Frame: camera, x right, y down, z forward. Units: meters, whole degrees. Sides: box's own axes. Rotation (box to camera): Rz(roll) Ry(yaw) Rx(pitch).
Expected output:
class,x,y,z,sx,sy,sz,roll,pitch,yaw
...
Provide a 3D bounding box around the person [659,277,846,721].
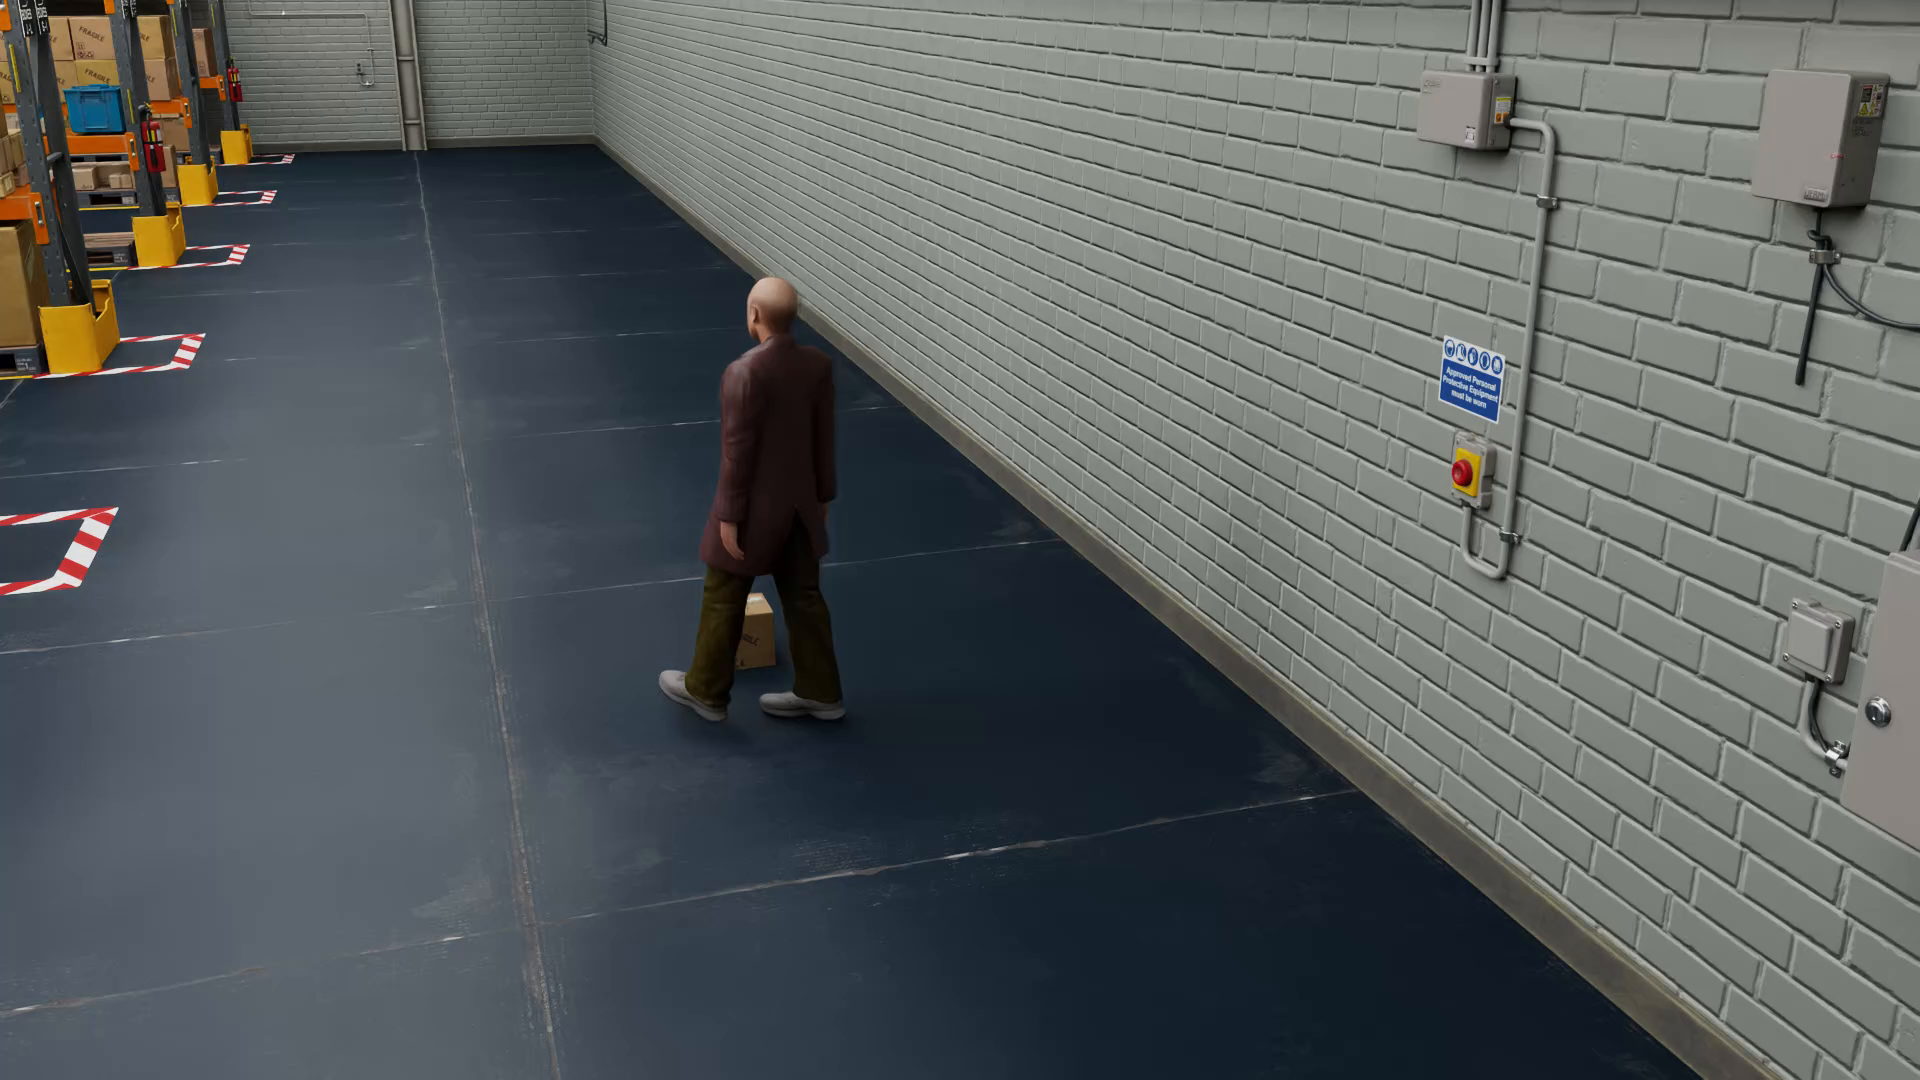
class,x,y,z,sx,sy,sz,roll,pitch,yaw
person,-0.825,-0.151,6.516,0.726,1.779,0.601,15,24,37
